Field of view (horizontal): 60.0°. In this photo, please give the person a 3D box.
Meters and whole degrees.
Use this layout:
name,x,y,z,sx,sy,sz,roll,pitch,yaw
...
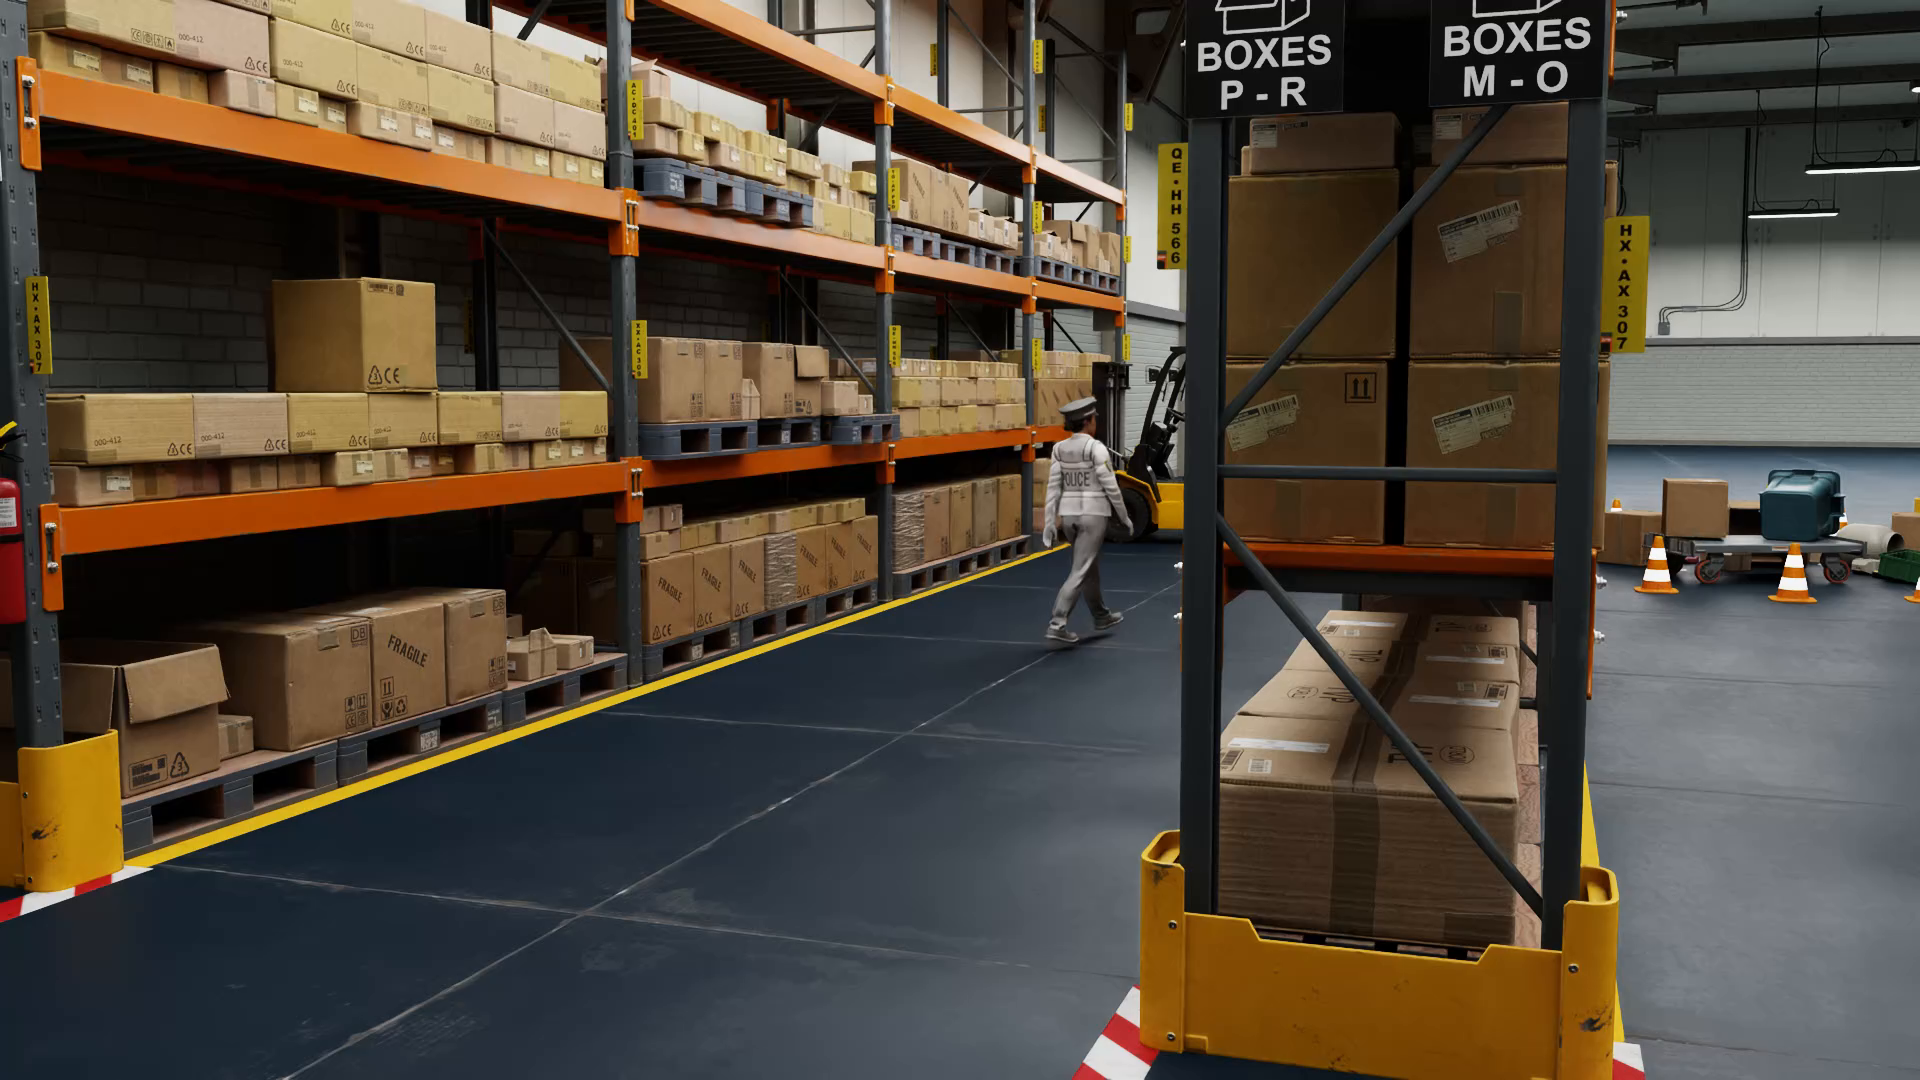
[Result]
name,x,y,z,sx,sy,sz,roll,pitch,yaw
person,0.893,-0.151,11.167,1.013,1.622,0.525,-5,7,-42
